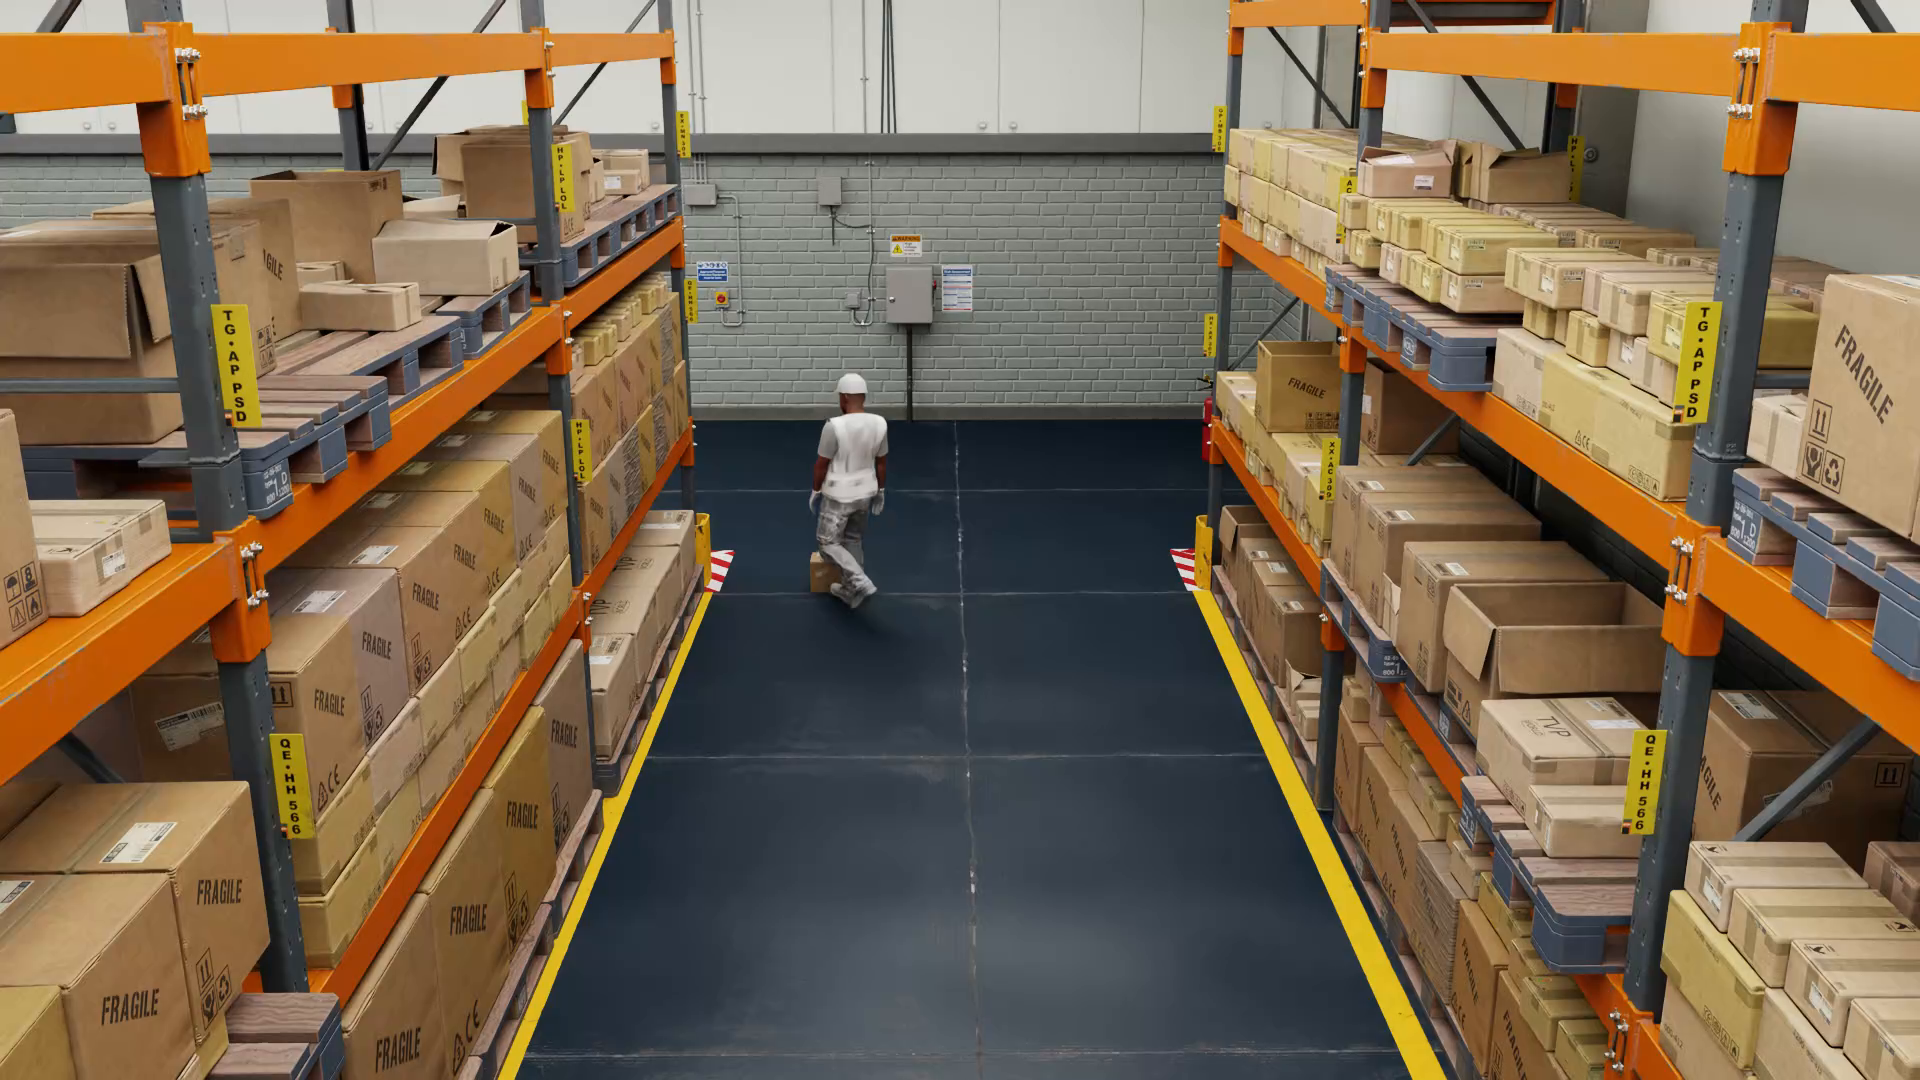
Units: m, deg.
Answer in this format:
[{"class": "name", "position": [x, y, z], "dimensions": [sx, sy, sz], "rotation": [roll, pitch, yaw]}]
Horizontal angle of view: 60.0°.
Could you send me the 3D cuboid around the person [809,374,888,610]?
[{"class": "person", "position": [-0.797, -0.326, 12.079], "dimensions": [0.575, 1.770, 0.807], "rotation": [-14, 22, -38]}]
